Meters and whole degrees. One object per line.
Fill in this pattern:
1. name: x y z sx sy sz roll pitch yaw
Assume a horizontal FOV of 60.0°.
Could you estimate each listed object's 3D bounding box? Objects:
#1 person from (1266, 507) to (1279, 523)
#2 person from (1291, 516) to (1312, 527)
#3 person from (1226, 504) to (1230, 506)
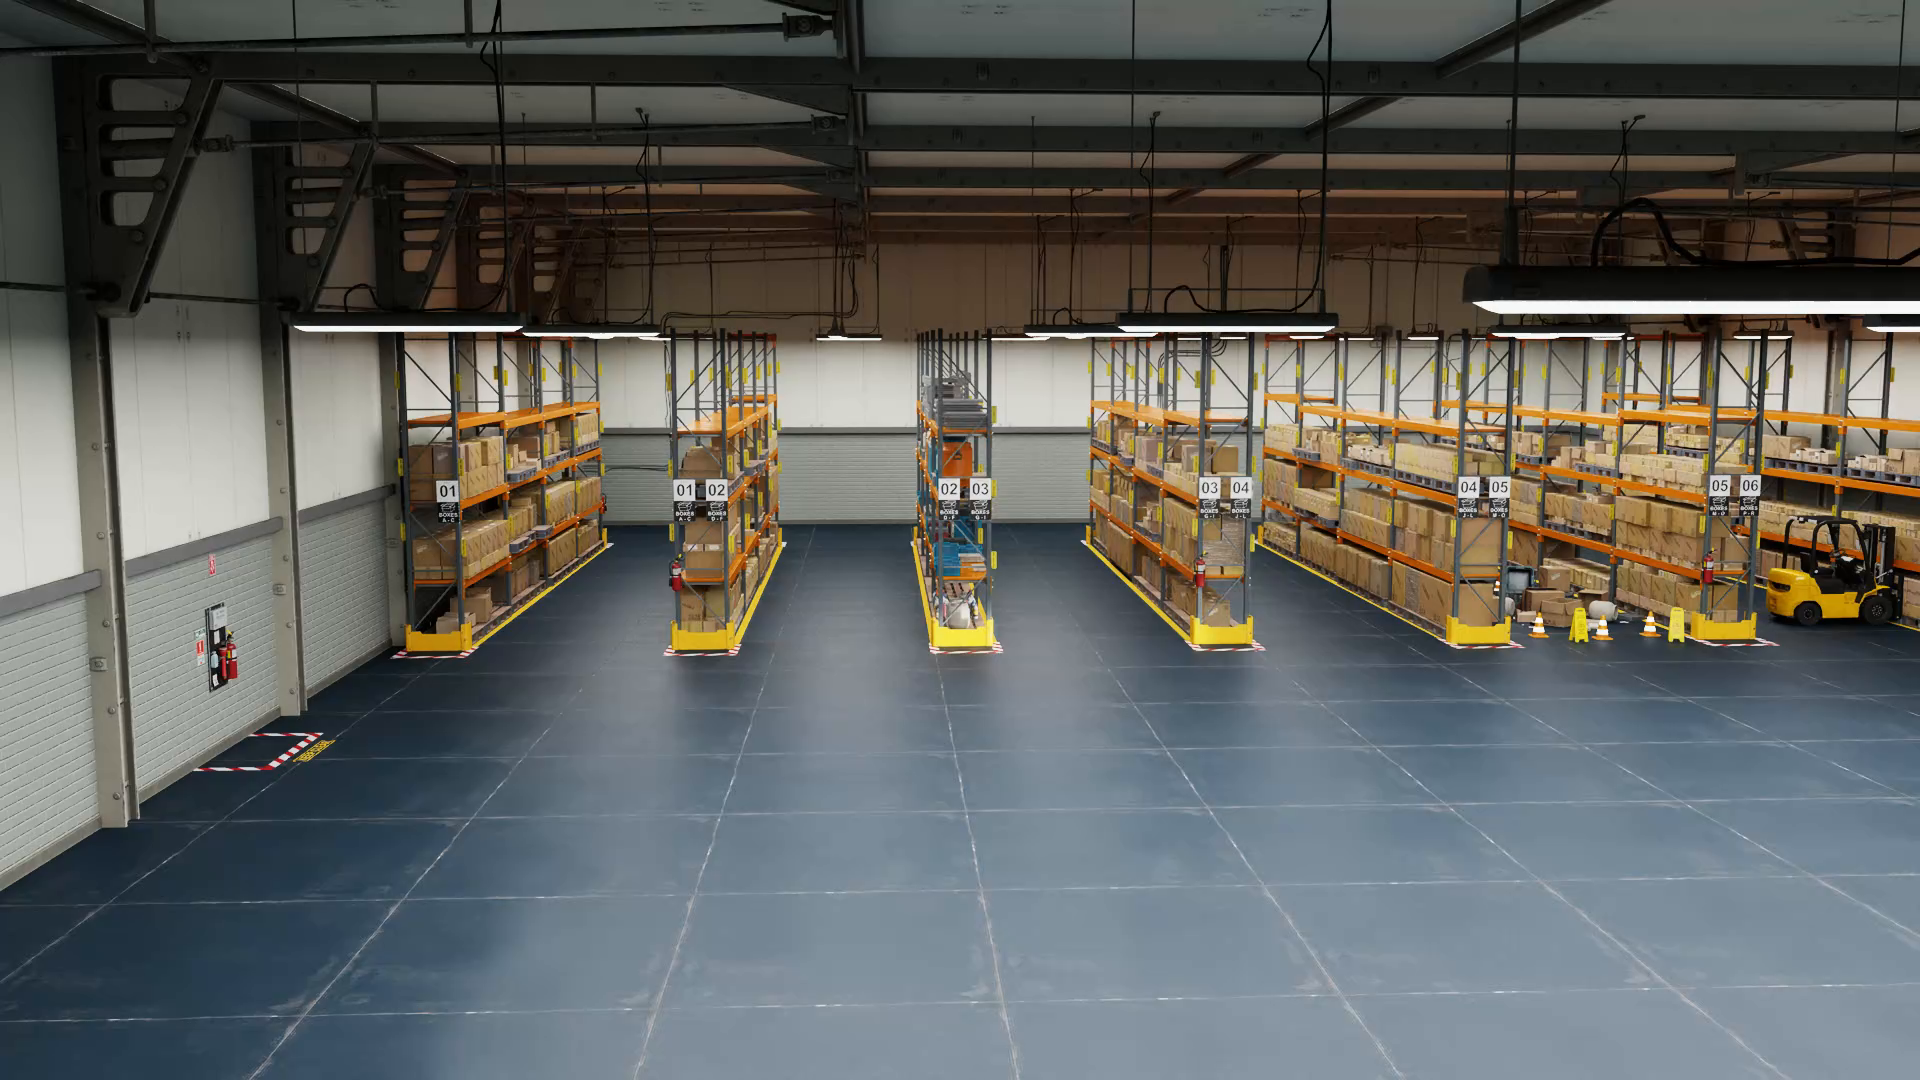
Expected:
1. person: 9.301 -0.878 48.962 0.740 1.649 0.649 -1 7 -9
2. person: 9.954 -0.880 48.837 0.667 1.713 0.705 6 9 41
3. person: 7.461 -0.694 47.253 0.691 1.763 0.708 1 7 5
